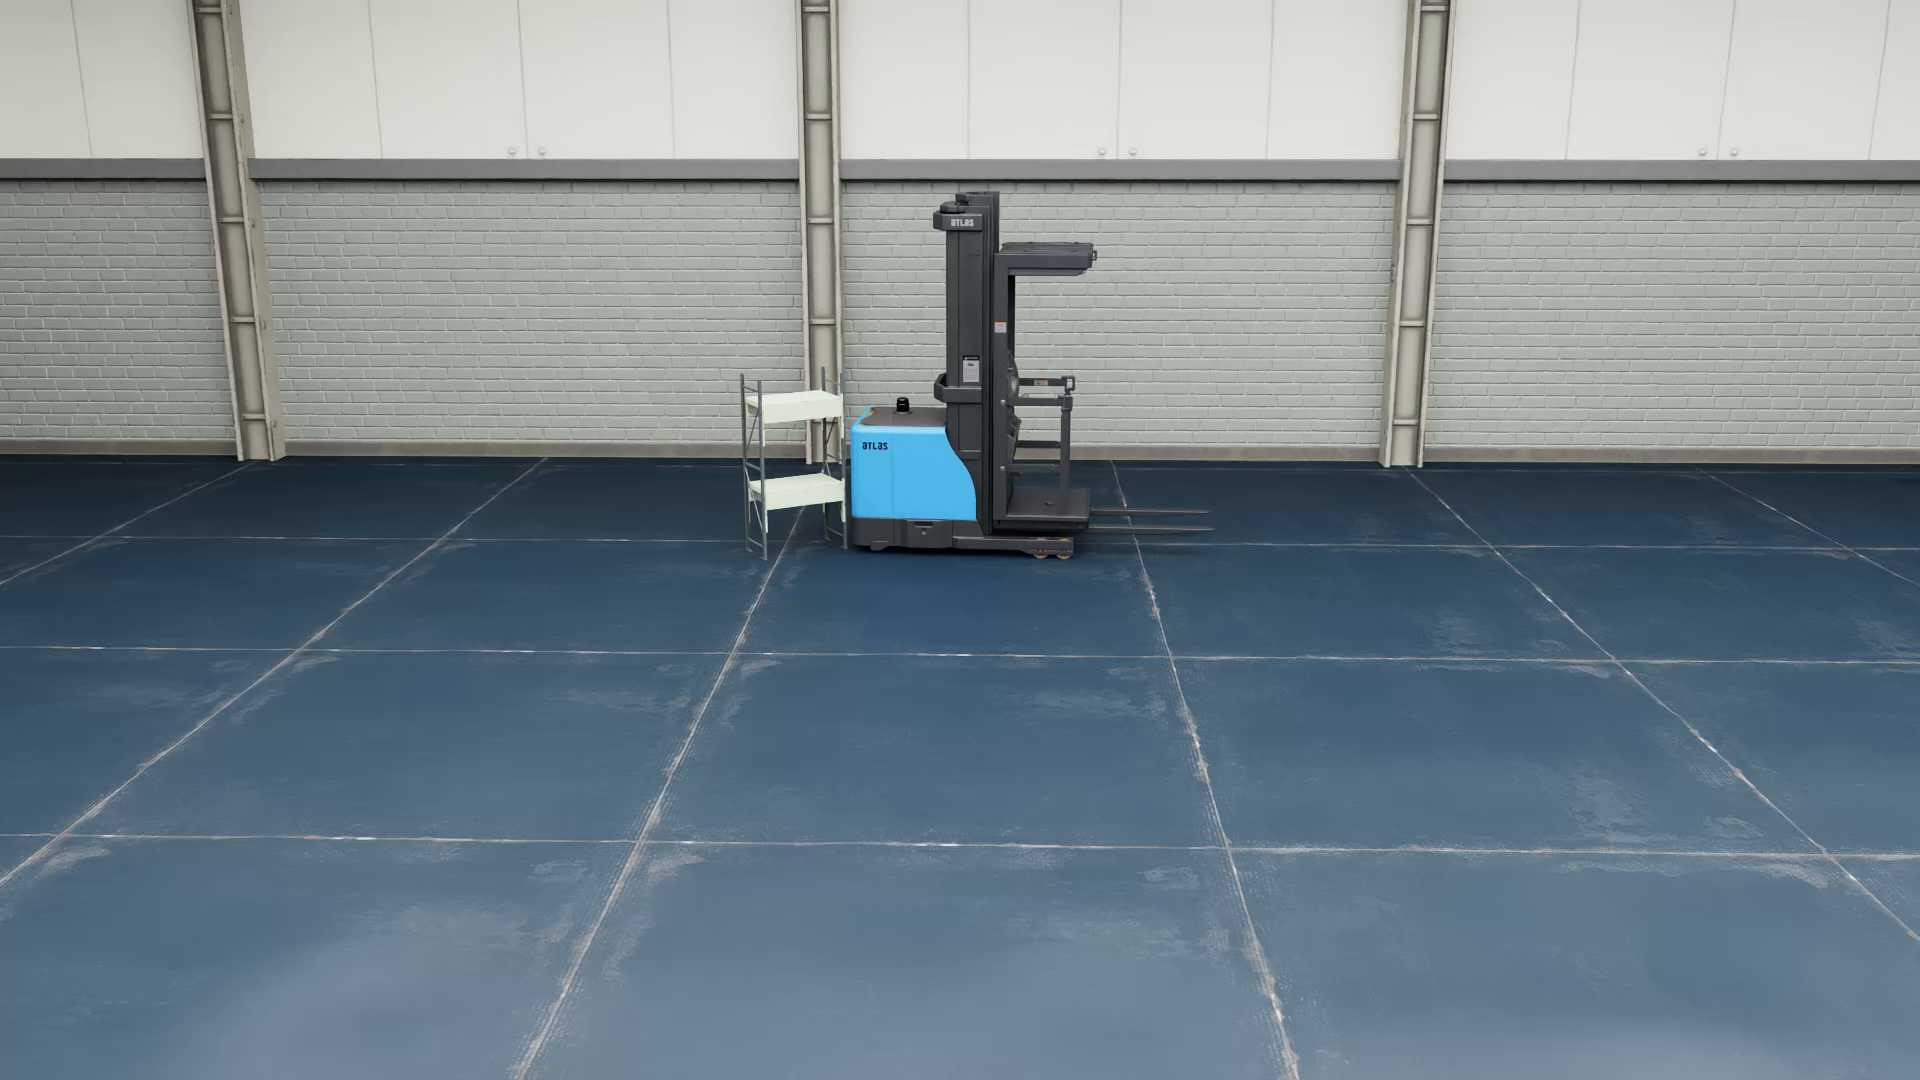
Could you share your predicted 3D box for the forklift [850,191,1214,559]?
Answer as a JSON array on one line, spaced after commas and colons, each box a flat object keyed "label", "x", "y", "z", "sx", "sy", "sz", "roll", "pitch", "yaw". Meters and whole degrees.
[{"label": "forklift", "x": 0.627, "y": -1.403, "z": 13.912, "sx": 3.031, "sy": 2.935, "sz": 1.130, "roll": 1, "pitch": 15, "yaw": 5}]

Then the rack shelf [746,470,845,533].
[{"label": "rack shelf", "x": -1.379, "y": -0.331, "z": 13.929, "sx": 0.720, "sy": 0.370, "sz": 0.431, "roll": -8, "pitch": 17, "yaw": -29}]

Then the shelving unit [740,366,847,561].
[{"label": "shelving unit", "x": -1.379, "y": -0.646, "z": 13.846, "sx": 0.755, "sy": 1.500, "sz": 0.431, "roll": -8, "pitch": 17, "yaw": -29}]

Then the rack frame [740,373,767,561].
[{"label": "rack frame", "x": -1.697, "y": -0.600, "z": 13.671, "sx": 0.023, "sy": 1.500, "sz": 0.400, "roll": -8, "pitch": 17, "yaw": -29}]

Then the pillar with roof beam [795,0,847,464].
[{"label": "pillar with roof beam", "x": -1.514, "y": -4.087, "z": 12.192, "sx": 0.400, "sy": 9.000, "sz": 9.100, "roll": 0, "pitch": 15, "yaw": 1}]

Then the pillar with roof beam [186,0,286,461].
[{"label": "pillar with roof beam", "x": -7.512, "y": -4.126, "z": 12.340, "sx": 0.400, "sy": 9.000, "sz": 9.100, "roll": 0, "pitch": 15, "yaw": 1}]

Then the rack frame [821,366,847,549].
[{"label": "rack frame", "x": -1.061, "y": -0.692, "z": 14.021, "sx": 0.023, "sy": 1.500, "sz": 0.400, "roll": -8, "pitch": 17, "yaw": -29}]

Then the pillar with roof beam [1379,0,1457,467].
[{"label": "pillar with roof beam", "x": 4.484, "y": -4.048, "z": 12.043, "sx": 0.400, "sy": 9.000, "sz": 9.100, "roll": 0, "pitch": 15, "yaw": 1}]

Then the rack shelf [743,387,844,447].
[{"label": "rack shelf", "x": -1.379, "y": -1.023, "z": 13.747, "sx": 0.720, "sy": 0.370, "sz": 0.431, "roll": -8, "pitch": 17, "yaw": -29}]
